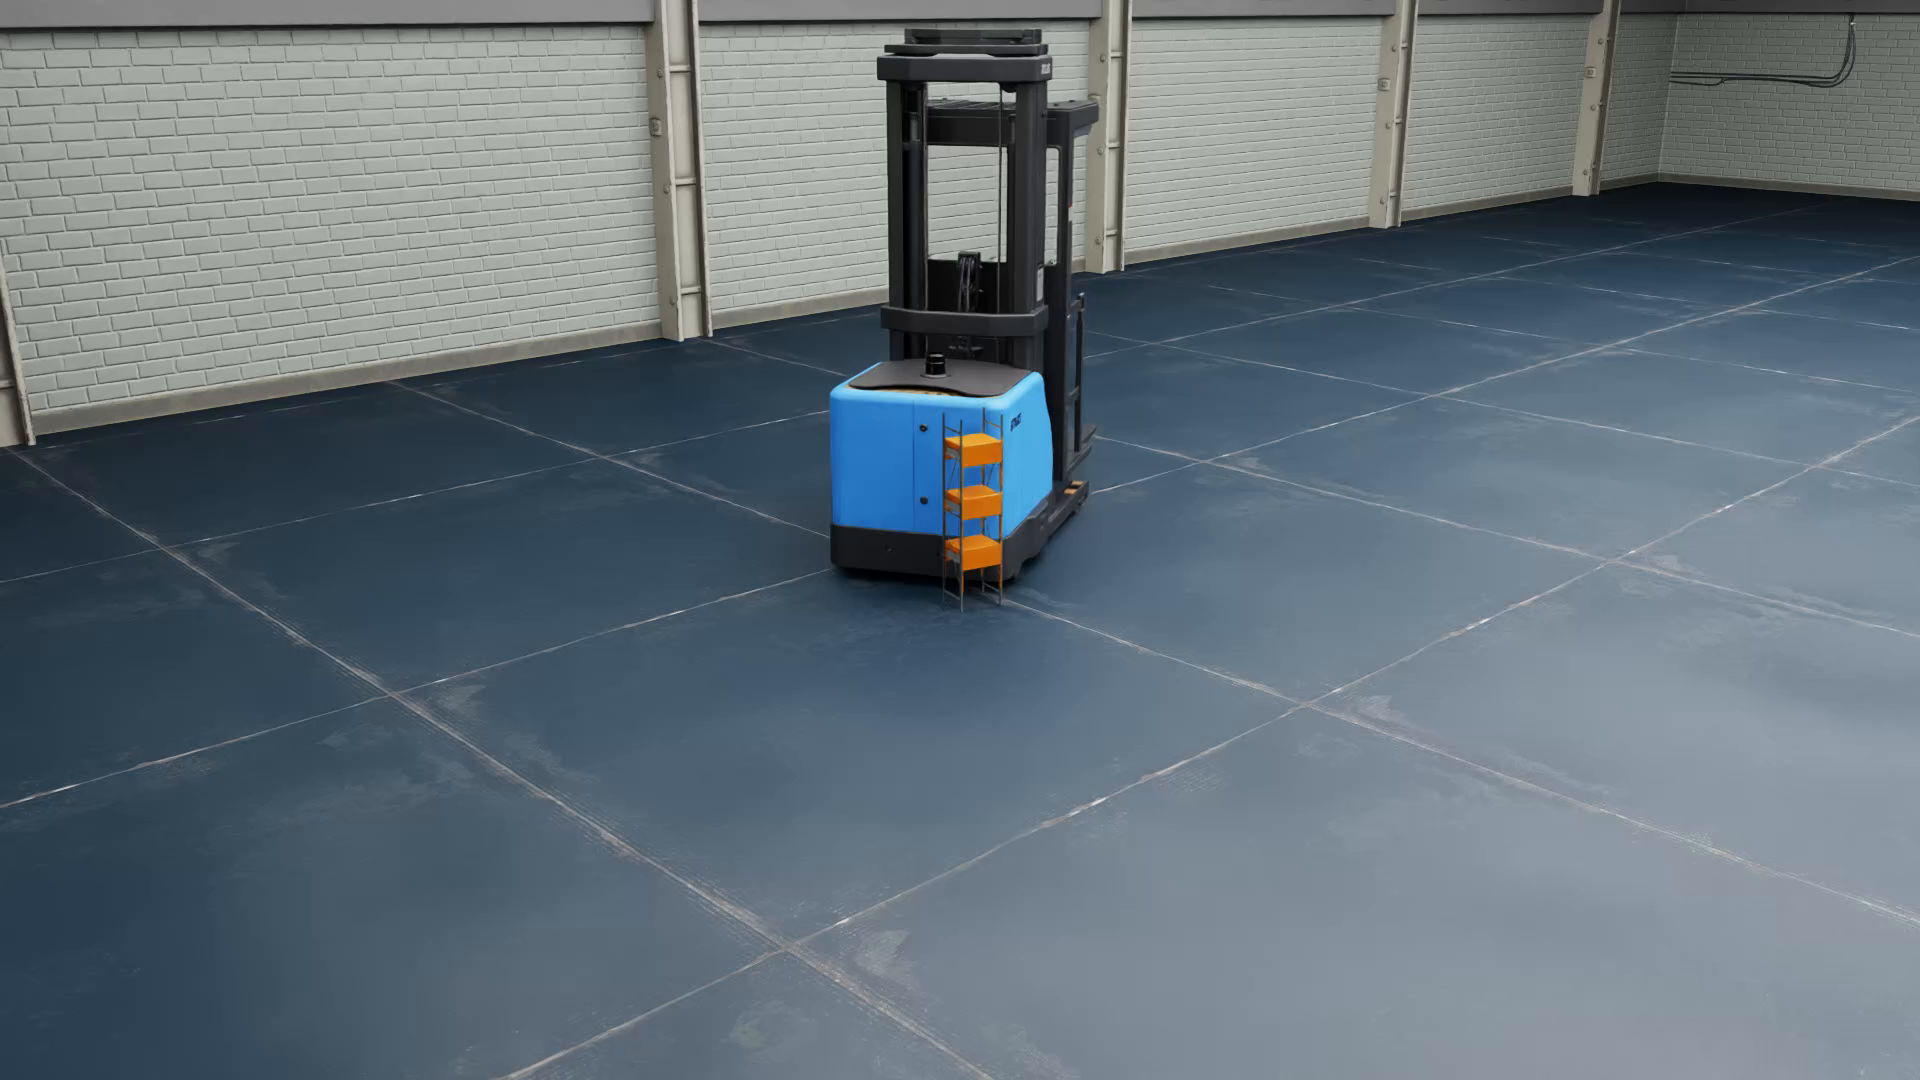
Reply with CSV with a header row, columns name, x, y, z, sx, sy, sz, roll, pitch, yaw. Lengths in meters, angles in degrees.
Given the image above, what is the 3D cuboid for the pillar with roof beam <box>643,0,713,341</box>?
name,x,y,z,sx,sy,sz,roll,pitch,yaw
pillar with roof beam,0.324,-5.280,11.679,0.400,9.000,9.100,-16,24,-41

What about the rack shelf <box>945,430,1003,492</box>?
name,x,y,z,sx,sy,sz,roll,pitch,yaw
rack shelf,0.065,-0.415,8.677,0.240,0.259,0.215,-10,21,-28

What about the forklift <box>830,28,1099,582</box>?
name,x,y,z,sx,sy,sz,roll,pitch,yaw
forklift,0.197,-1.583,10.116,1.130,2.935,3.031,5,19,16

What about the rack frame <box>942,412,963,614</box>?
name,x,y,z,sx,sy,sz,roll,pitch,yaw
rack frame,-0.040,-0.136,8.703,0.008,1.050,0.200,-10,21,-28

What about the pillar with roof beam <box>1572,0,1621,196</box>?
name,x,y,z,sx,sy,sz,roll,pitch,yaw
pillar with roof beam,13.403,-9.094,23.443,0.400,9.000,9.100,-16,24,-41

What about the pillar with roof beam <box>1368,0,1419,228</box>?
name,x,y,z,sx,sy,sz,roll,pitch,yaw
pillar with roof beam,9.044,-7.823,19.522,0.400,9.000,9.100,-16,24,-41

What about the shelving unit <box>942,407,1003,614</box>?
name,x,y,z,sx,sy,sz,roll,pitch,yaw
shelving unit,0.065,-0.155,8.761,0.252,1.050,0.215,-10,21,-28

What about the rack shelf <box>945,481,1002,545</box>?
name,x,y,z,sx,sy,sz,roll,pitch,yaw
rack shelf,0.065,-0.145,8.764,0.240,0.259,0.215,-10,21,-28

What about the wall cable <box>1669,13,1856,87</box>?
name,x,y,z,sx,sy,sz,roll,pitch,yaw
wall cable,13.495,-8.910,27.909,0.112,2.526,3.097,-16,24,-41

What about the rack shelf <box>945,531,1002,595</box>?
name,x,y,z,sx,sy,sz,roll,pitch,yaw
rack shelf,0.065,0.119,8.850,0.240,0.259,0.215,-10,21,-28

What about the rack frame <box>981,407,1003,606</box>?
name,x,y,z,sx,sy,sz,roll,pitch,yaw
rack frame,0.171,-0.174,8.819,0.008,1.050,0.200,-10,21,-28

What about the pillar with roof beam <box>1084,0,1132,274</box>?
name,x,y,z,sx,sy,sz,roll,pitch,yaw
pillar with roof beam,4.684,-6.551,15.600,0.400,9.000,9.100,-16,24,-41

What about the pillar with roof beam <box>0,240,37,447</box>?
name,x,y,z,sx,sy,sz,roll,pitch,yaw
pillar with roof beam,-4.035,-4.009,7.758,0.400,9.000,9.100,-16,24,-41
